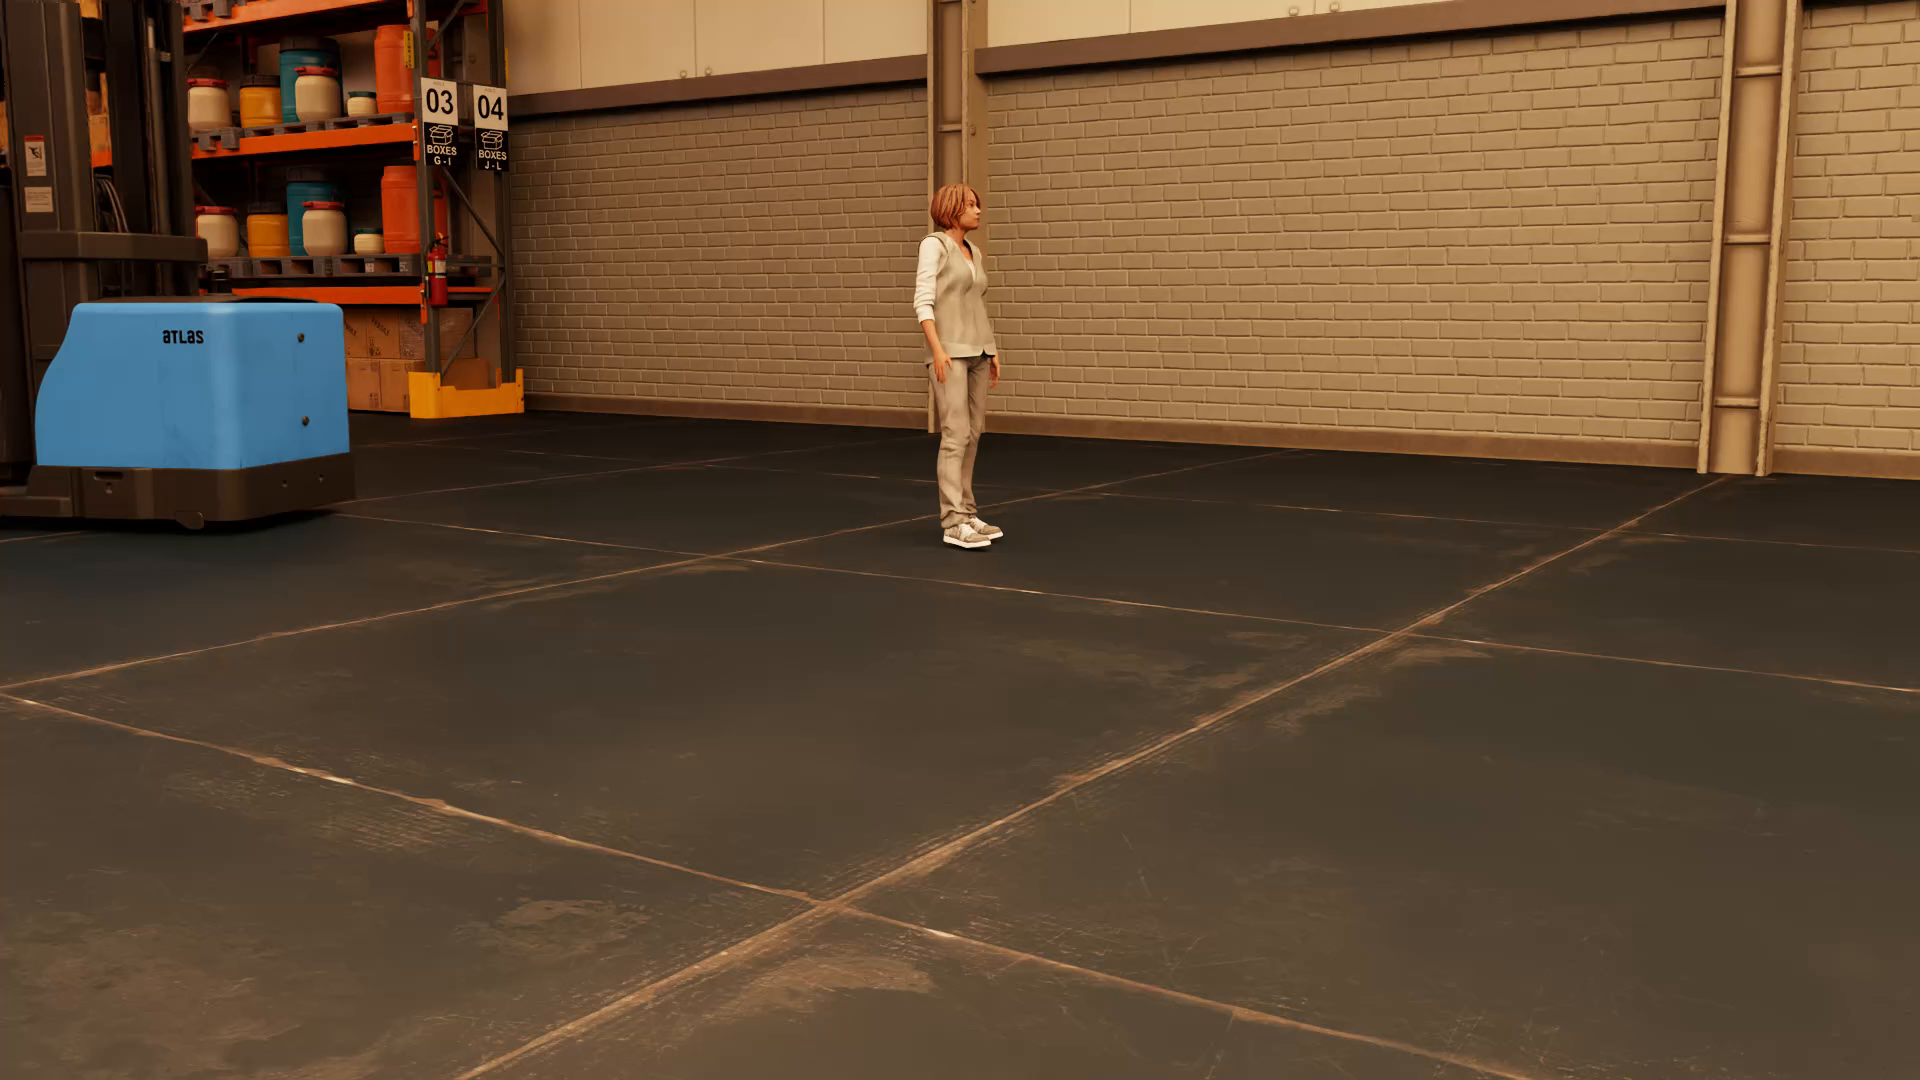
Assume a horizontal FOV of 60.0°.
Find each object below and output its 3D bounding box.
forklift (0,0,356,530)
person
[{"bbox_3d":[-4.705,-1.579,8.299,3.031,2.935,1.130,2,8,12],"label":"forklift"},{"bbox_3d":[0.053,-0.791,7.438,0.475,1.597,0.520,5,10,34],"label":"person"}]
